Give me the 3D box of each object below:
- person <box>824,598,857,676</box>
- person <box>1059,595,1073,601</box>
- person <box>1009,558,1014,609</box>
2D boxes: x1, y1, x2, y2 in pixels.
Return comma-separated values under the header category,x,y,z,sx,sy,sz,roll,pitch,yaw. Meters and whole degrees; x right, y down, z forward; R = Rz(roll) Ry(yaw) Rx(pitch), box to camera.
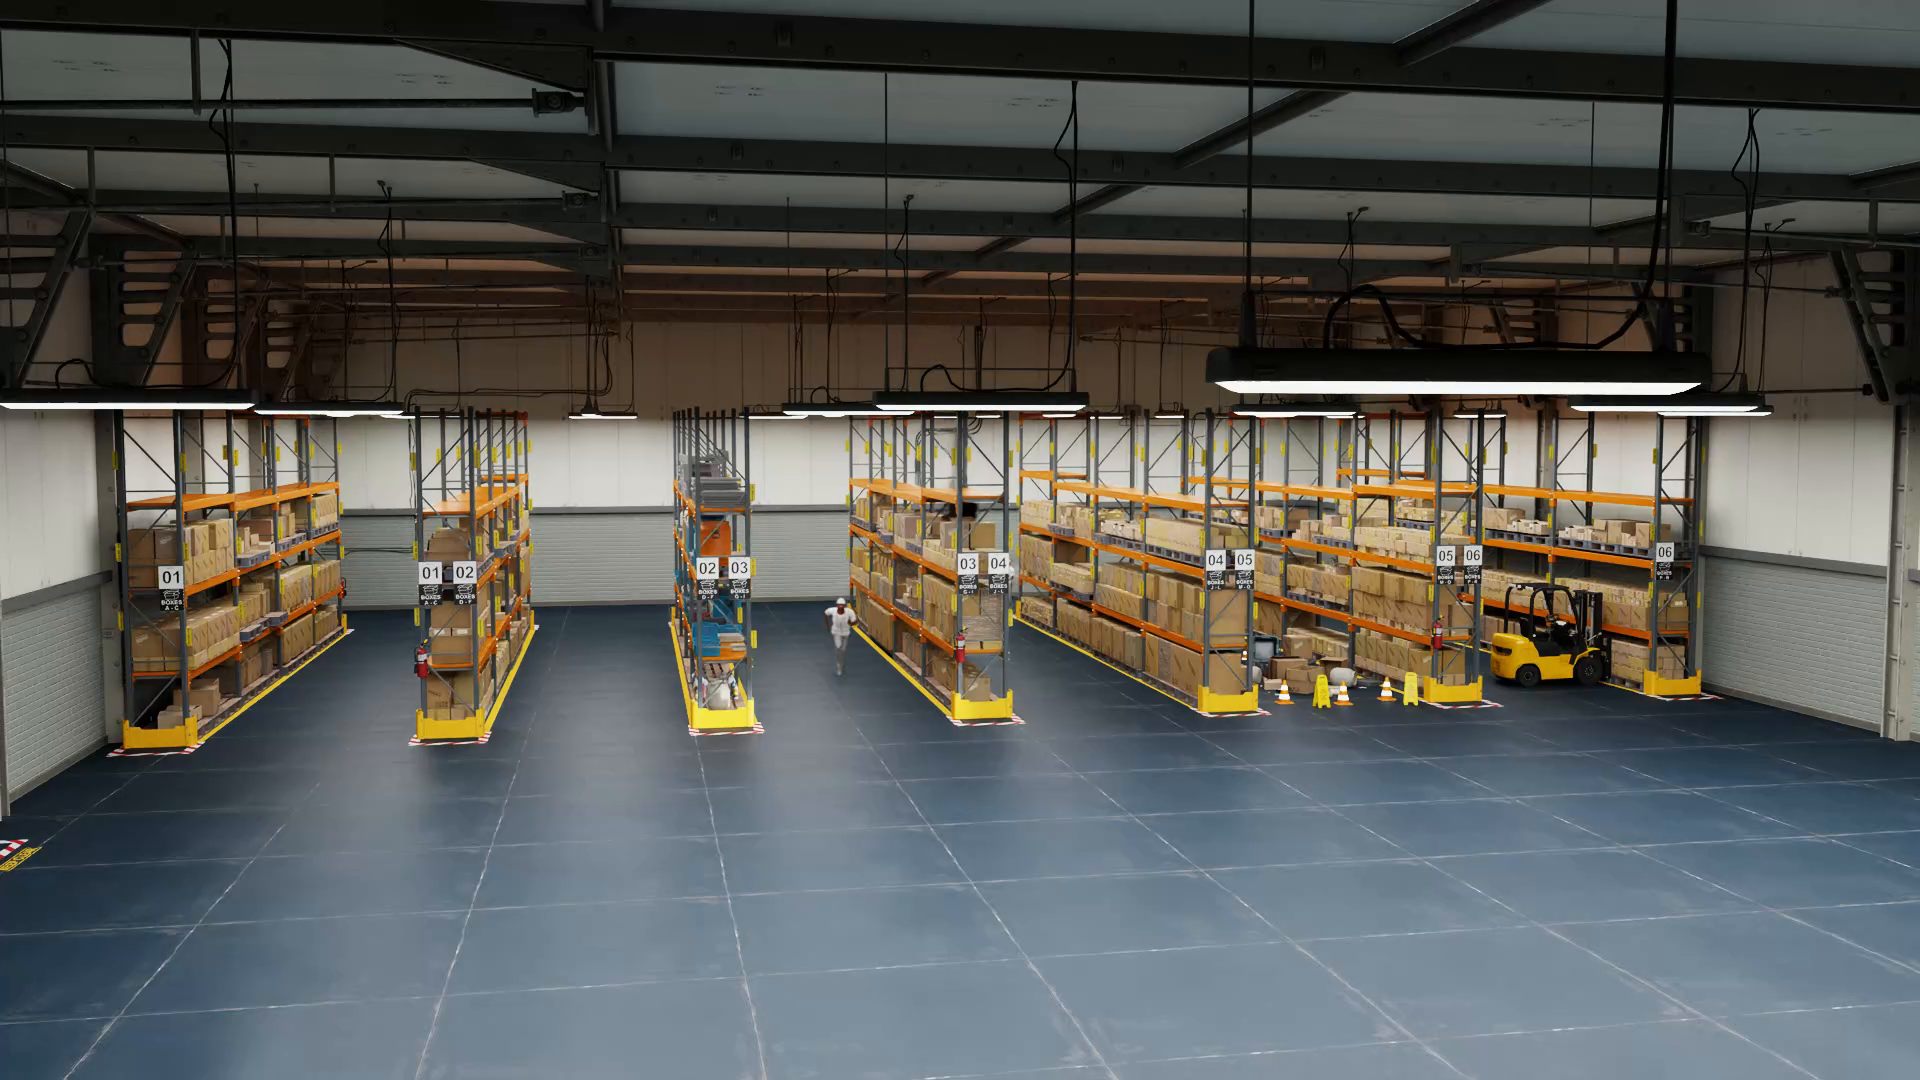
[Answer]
category,x,y,z,sx,sy,sz,roll,pitch,yaw
person,-2.720,2.176,37.873,0.690,1.771,0.961,-1,4,-14
person,3.138,1.420,49.507,0.838,1.556,0.602,3,5,33
person,1.401,1.370,49.811,0.561,1.744,0.707,3,5,34
